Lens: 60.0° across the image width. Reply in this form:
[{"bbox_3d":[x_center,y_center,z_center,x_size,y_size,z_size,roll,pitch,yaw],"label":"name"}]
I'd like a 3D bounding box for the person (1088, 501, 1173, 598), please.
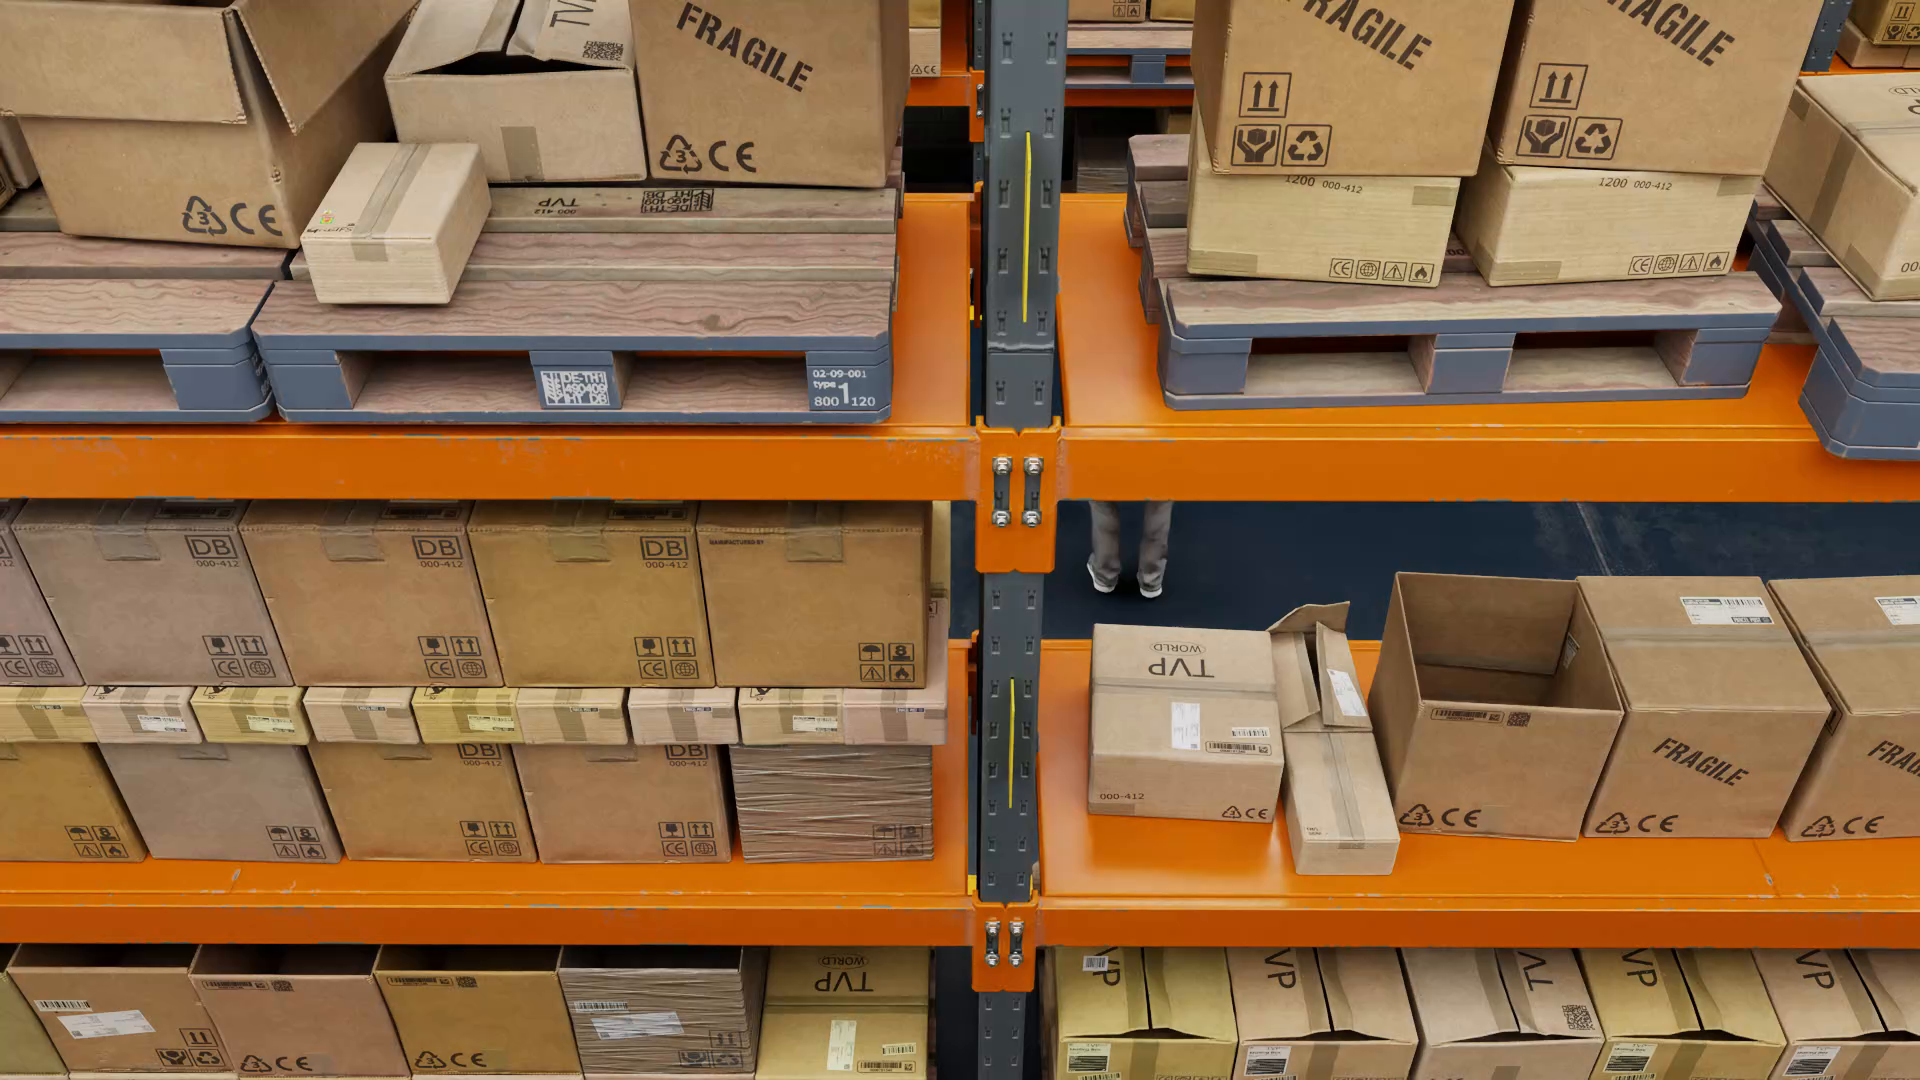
[{"bbox_3d":[0.709,-0.439,6.838,0.383,1.404,0.687,-1,40,-1],"label":"person"}]
